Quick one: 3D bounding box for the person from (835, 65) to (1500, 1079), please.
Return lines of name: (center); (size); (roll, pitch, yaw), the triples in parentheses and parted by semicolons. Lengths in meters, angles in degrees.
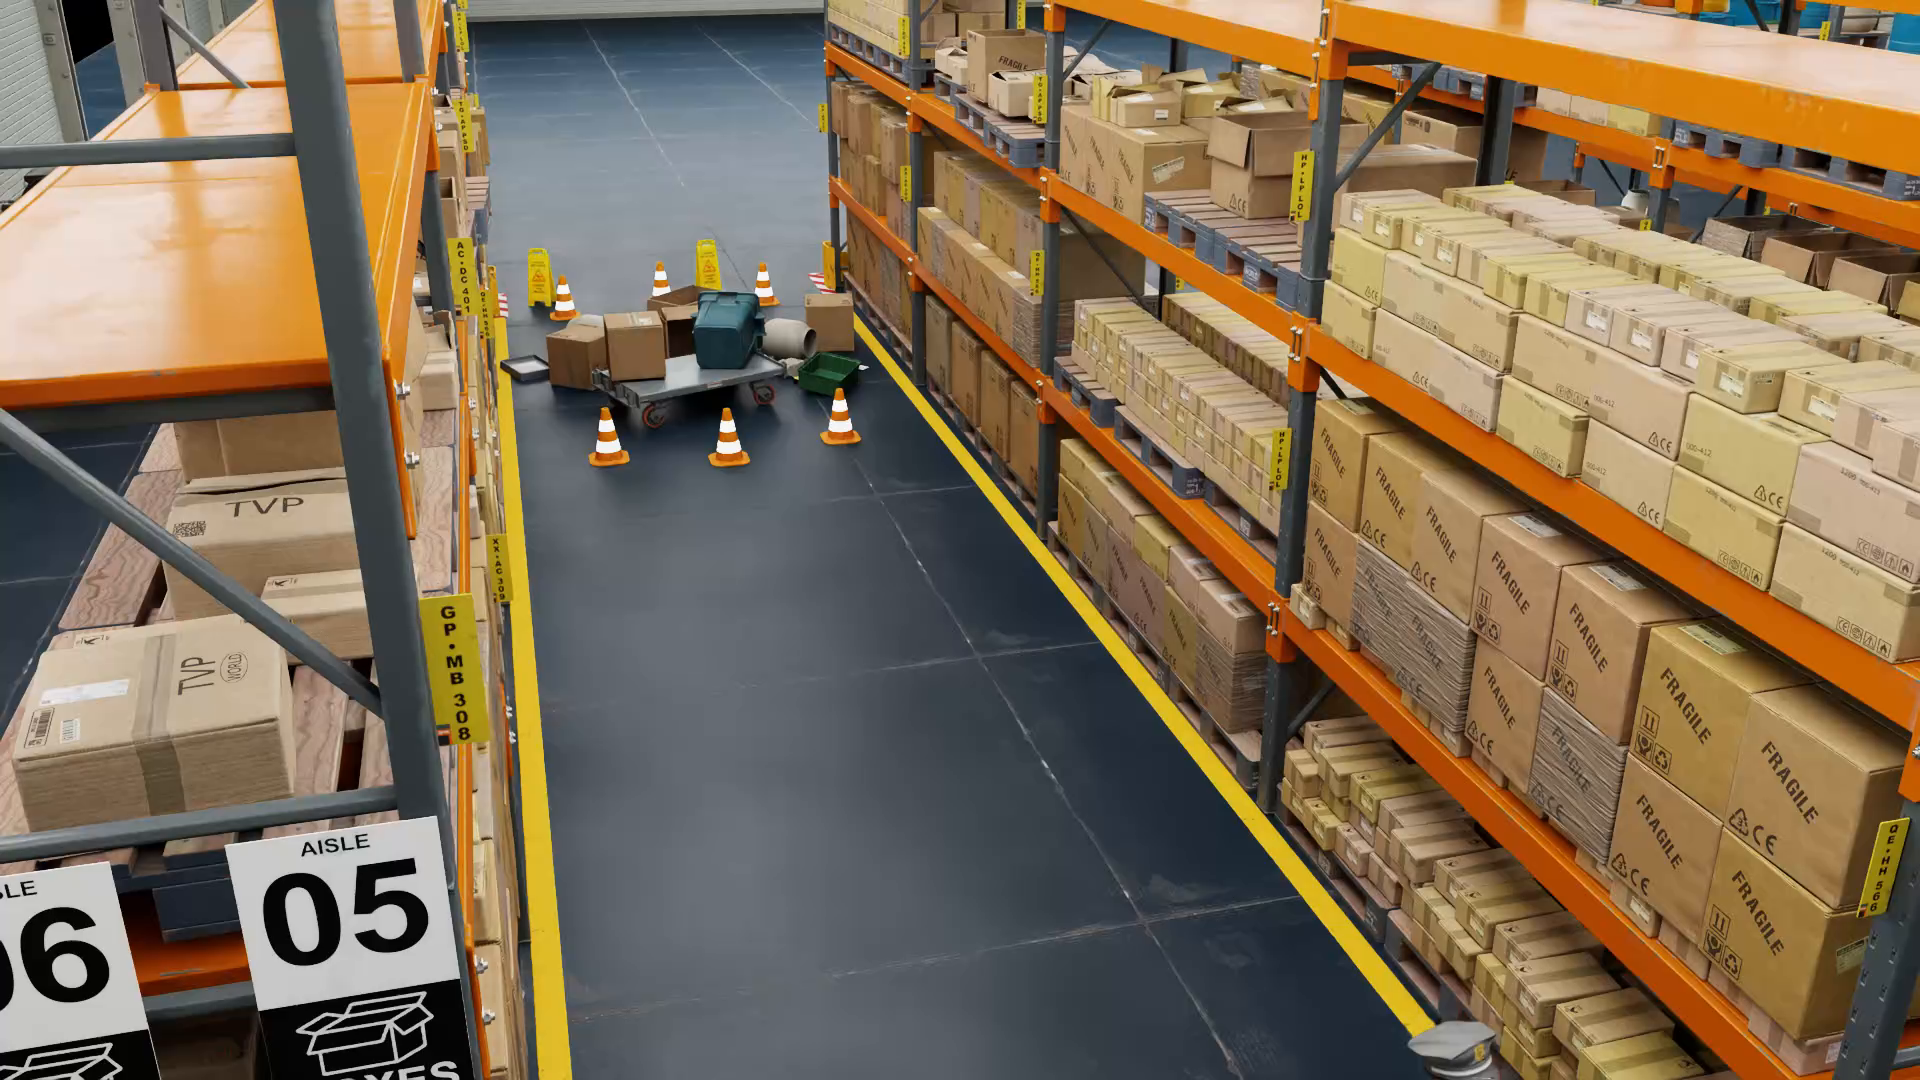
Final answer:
person: (-0.714, -0.562, 8.922); (5.685, 2.349, 21.759); (-7, 24, -15)
